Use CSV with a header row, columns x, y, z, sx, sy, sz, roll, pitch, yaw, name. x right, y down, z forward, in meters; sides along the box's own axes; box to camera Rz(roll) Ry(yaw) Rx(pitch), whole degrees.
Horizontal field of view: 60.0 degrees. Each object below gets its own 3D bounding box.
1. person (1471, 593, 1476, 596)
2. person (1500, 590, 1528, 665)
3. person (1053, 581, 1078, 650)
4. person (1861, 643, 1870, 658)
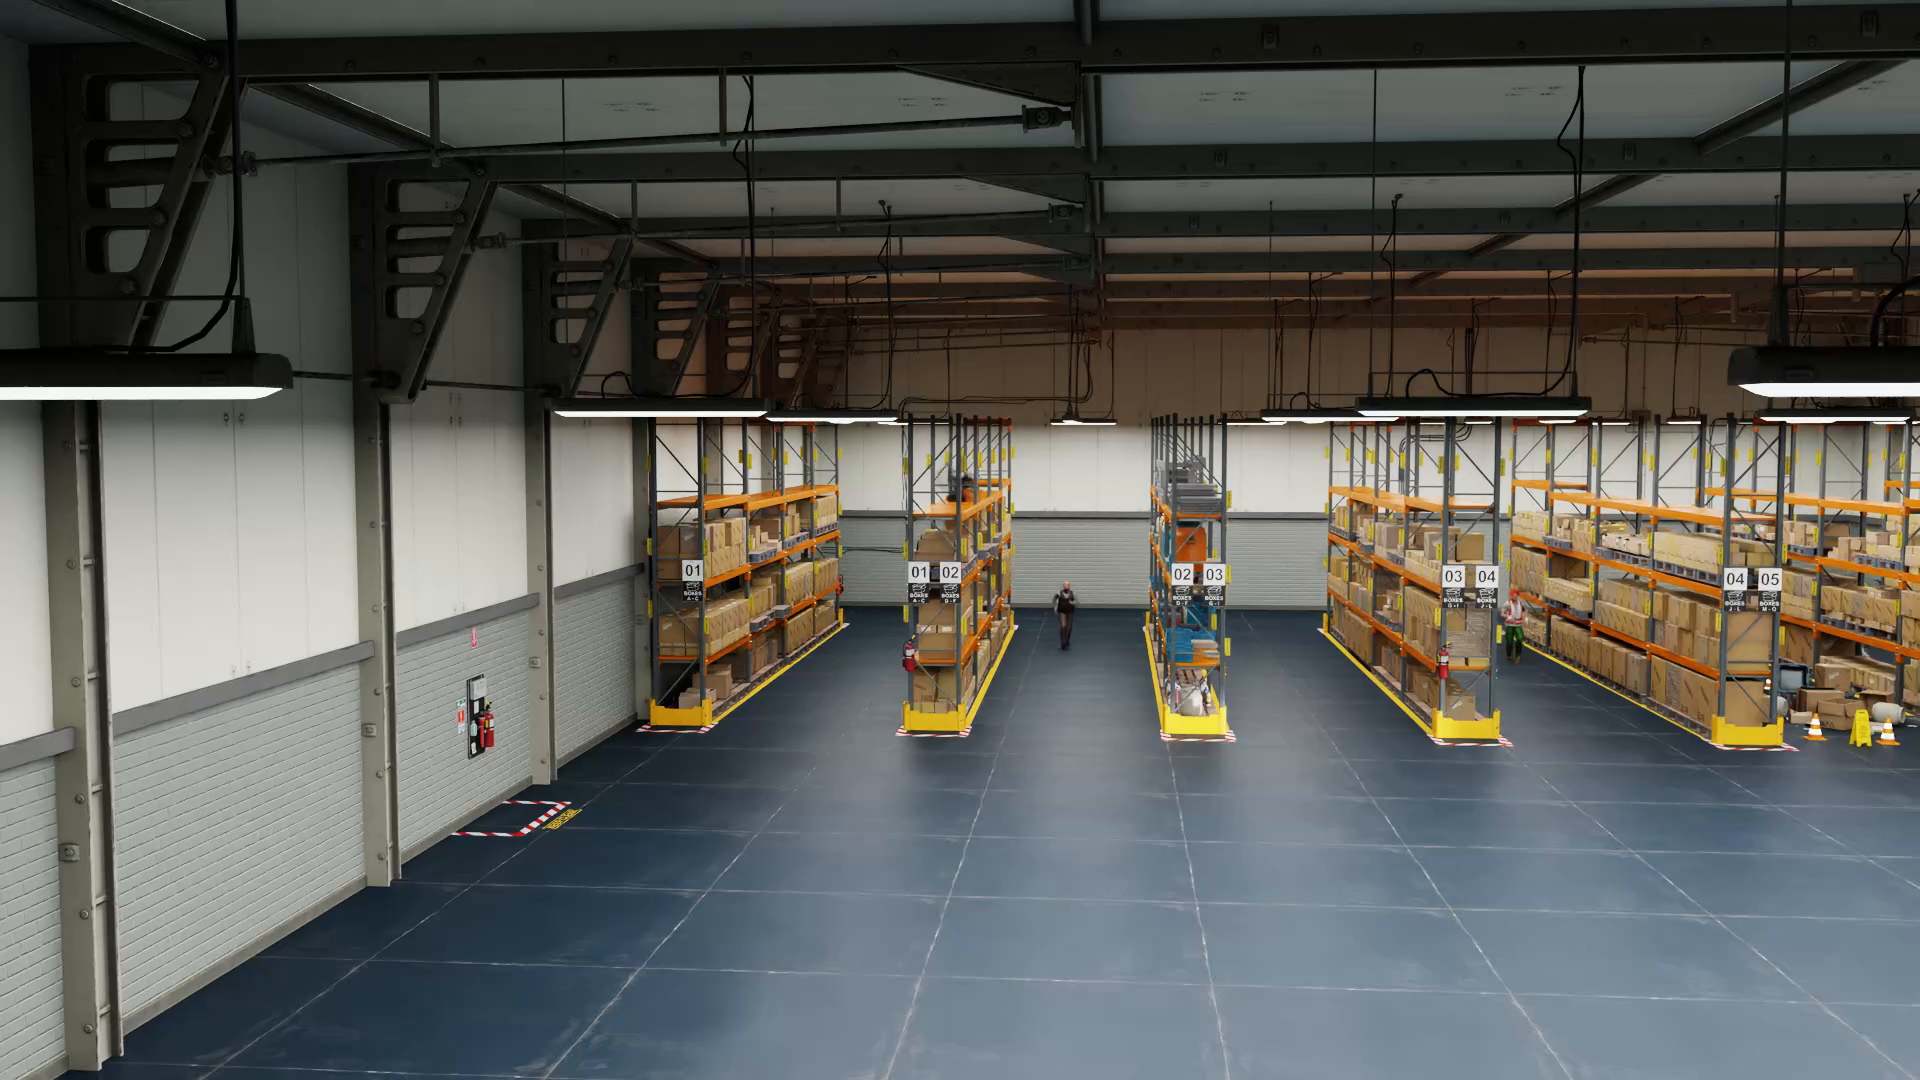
x,y,z,sx,sy,sz,roll,pitch,yaw,name
14.021,1.732,46.416,0.736,1.767,0.760,3,5,38,person
13.477,2.131,40.397,0.687,1.850,0.742,0,4,7,person
2.752,1.956,43.202,0.629,1.783,0.779,0,4,-7,person
21.545,2.251,39.545,0.615,1.624,0.727,0,4,4,person
